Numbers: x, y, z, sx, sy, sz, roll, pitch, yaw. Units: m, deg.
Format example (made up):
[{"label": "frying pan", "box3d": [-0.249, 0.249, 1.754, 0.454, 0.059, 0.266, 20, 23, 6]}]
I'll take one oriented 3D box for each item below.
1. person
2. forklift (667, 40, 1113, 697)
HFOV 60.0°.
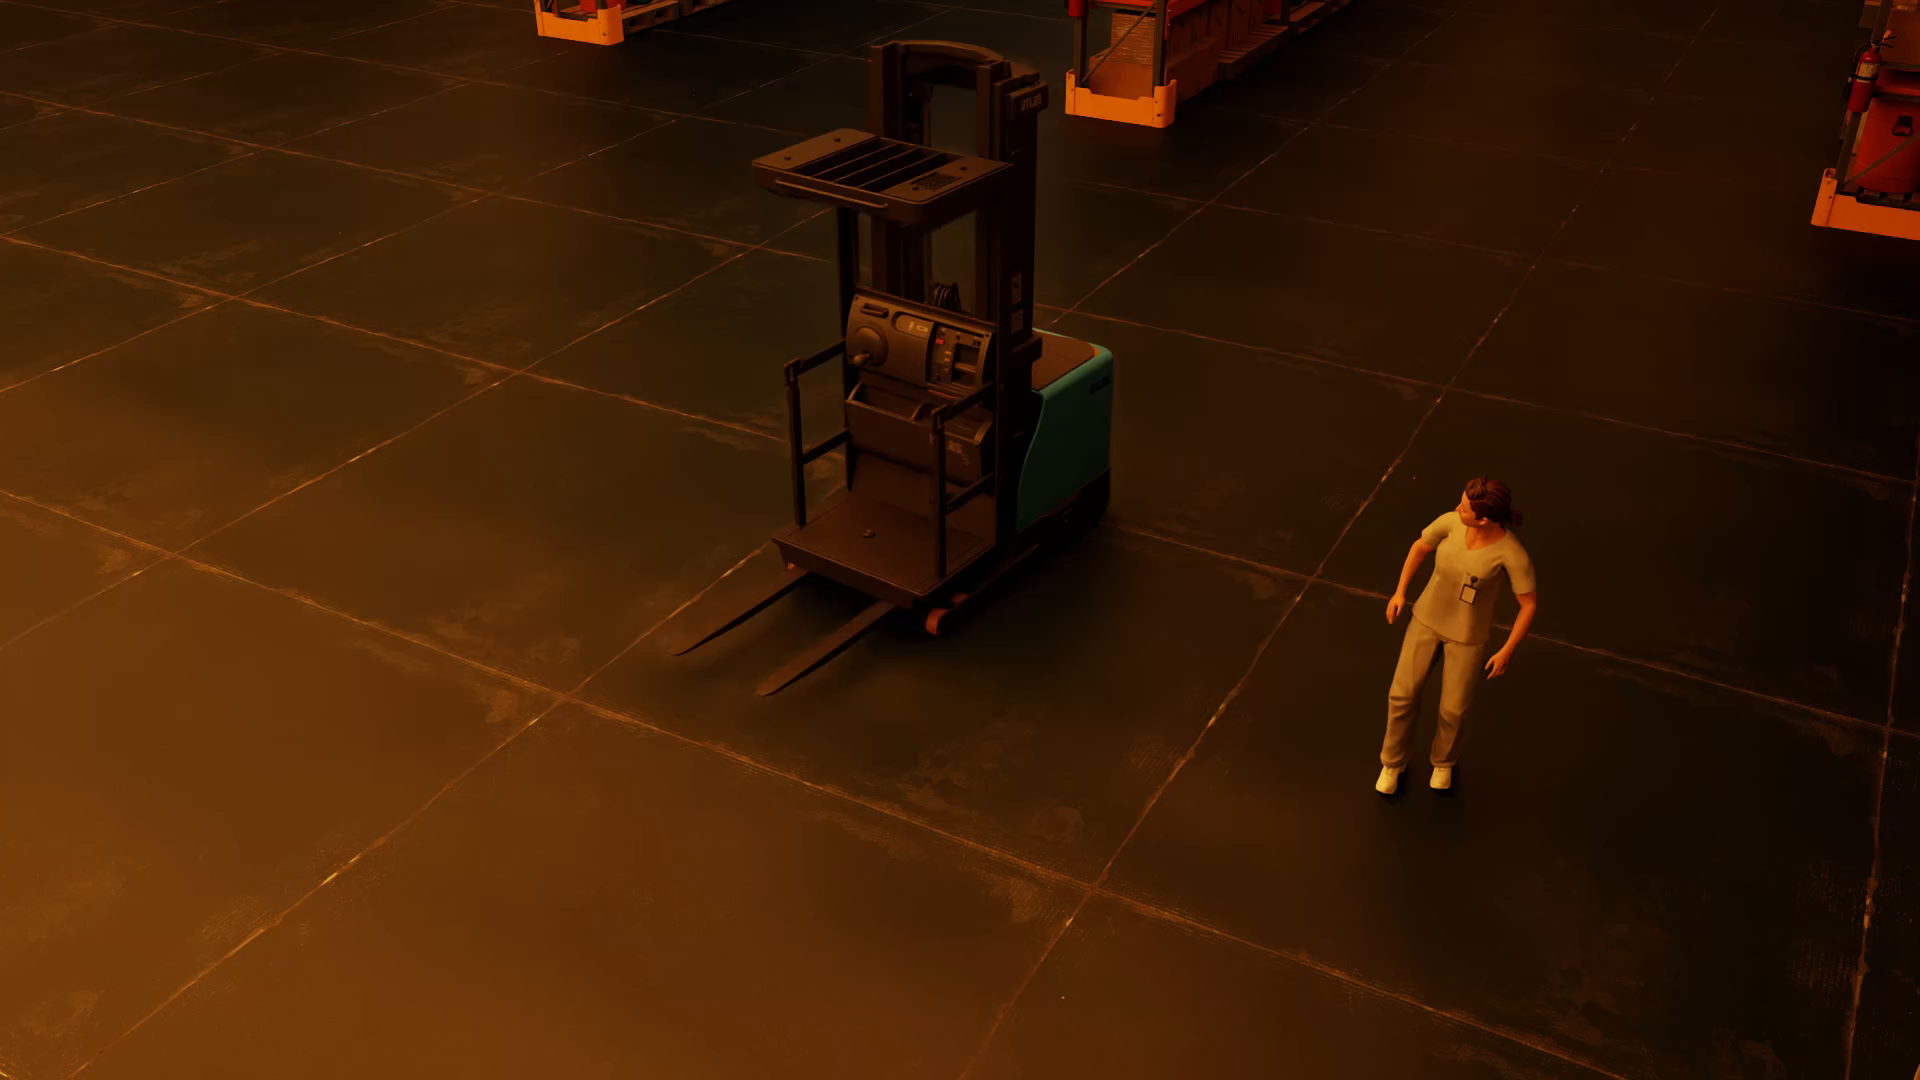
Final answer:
[{"label": "person", "box3d": [2.244, 0.450, 7.578, 0.639, 1.649, 0.481, 19, 35, 30]}, {"label": "forklift", "box3d": [-0.351, -1.014, 8.828, 1.130, 2.935, 3.031, 20, 35, 31]}]
